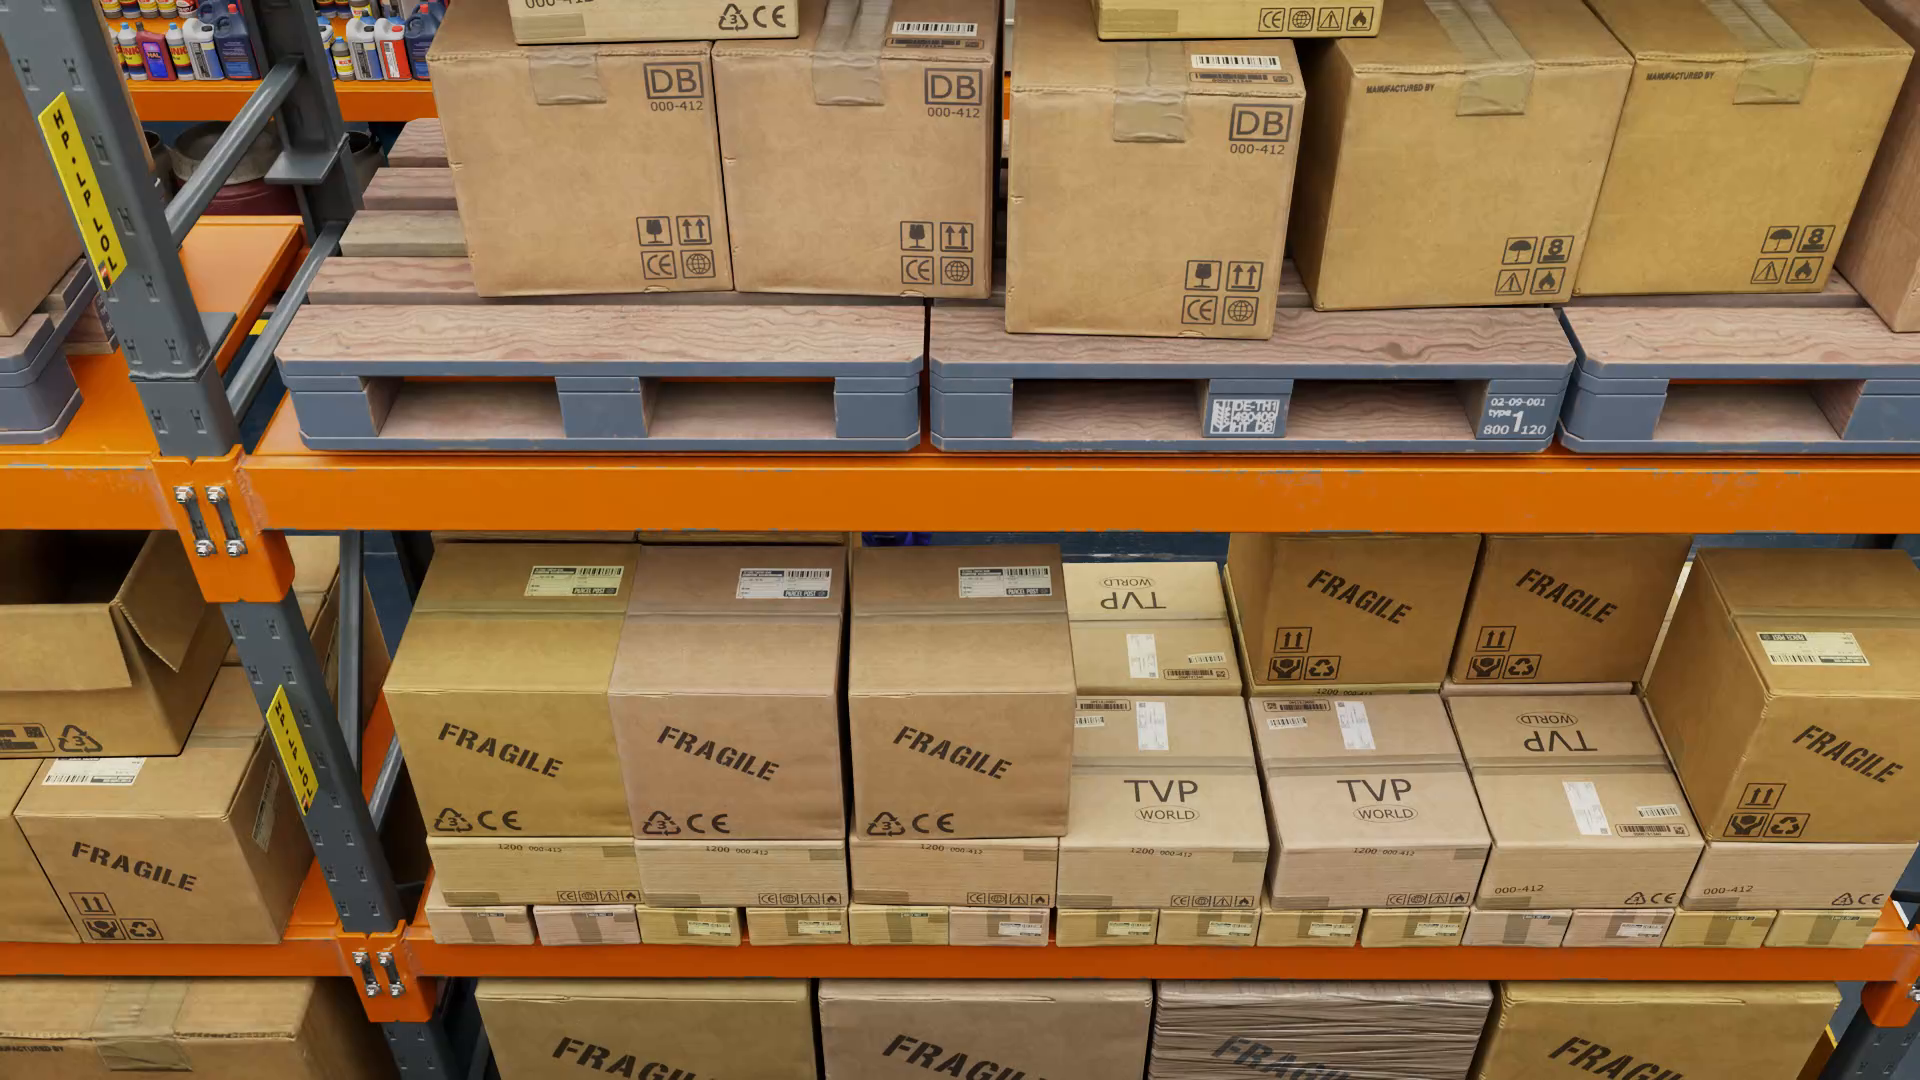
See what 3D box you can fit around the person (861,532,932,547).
[{"bbox_3d":[-0.249,0.176,5.948,0.352,1.654,0.505,0,40,0],"label":"person"}]
